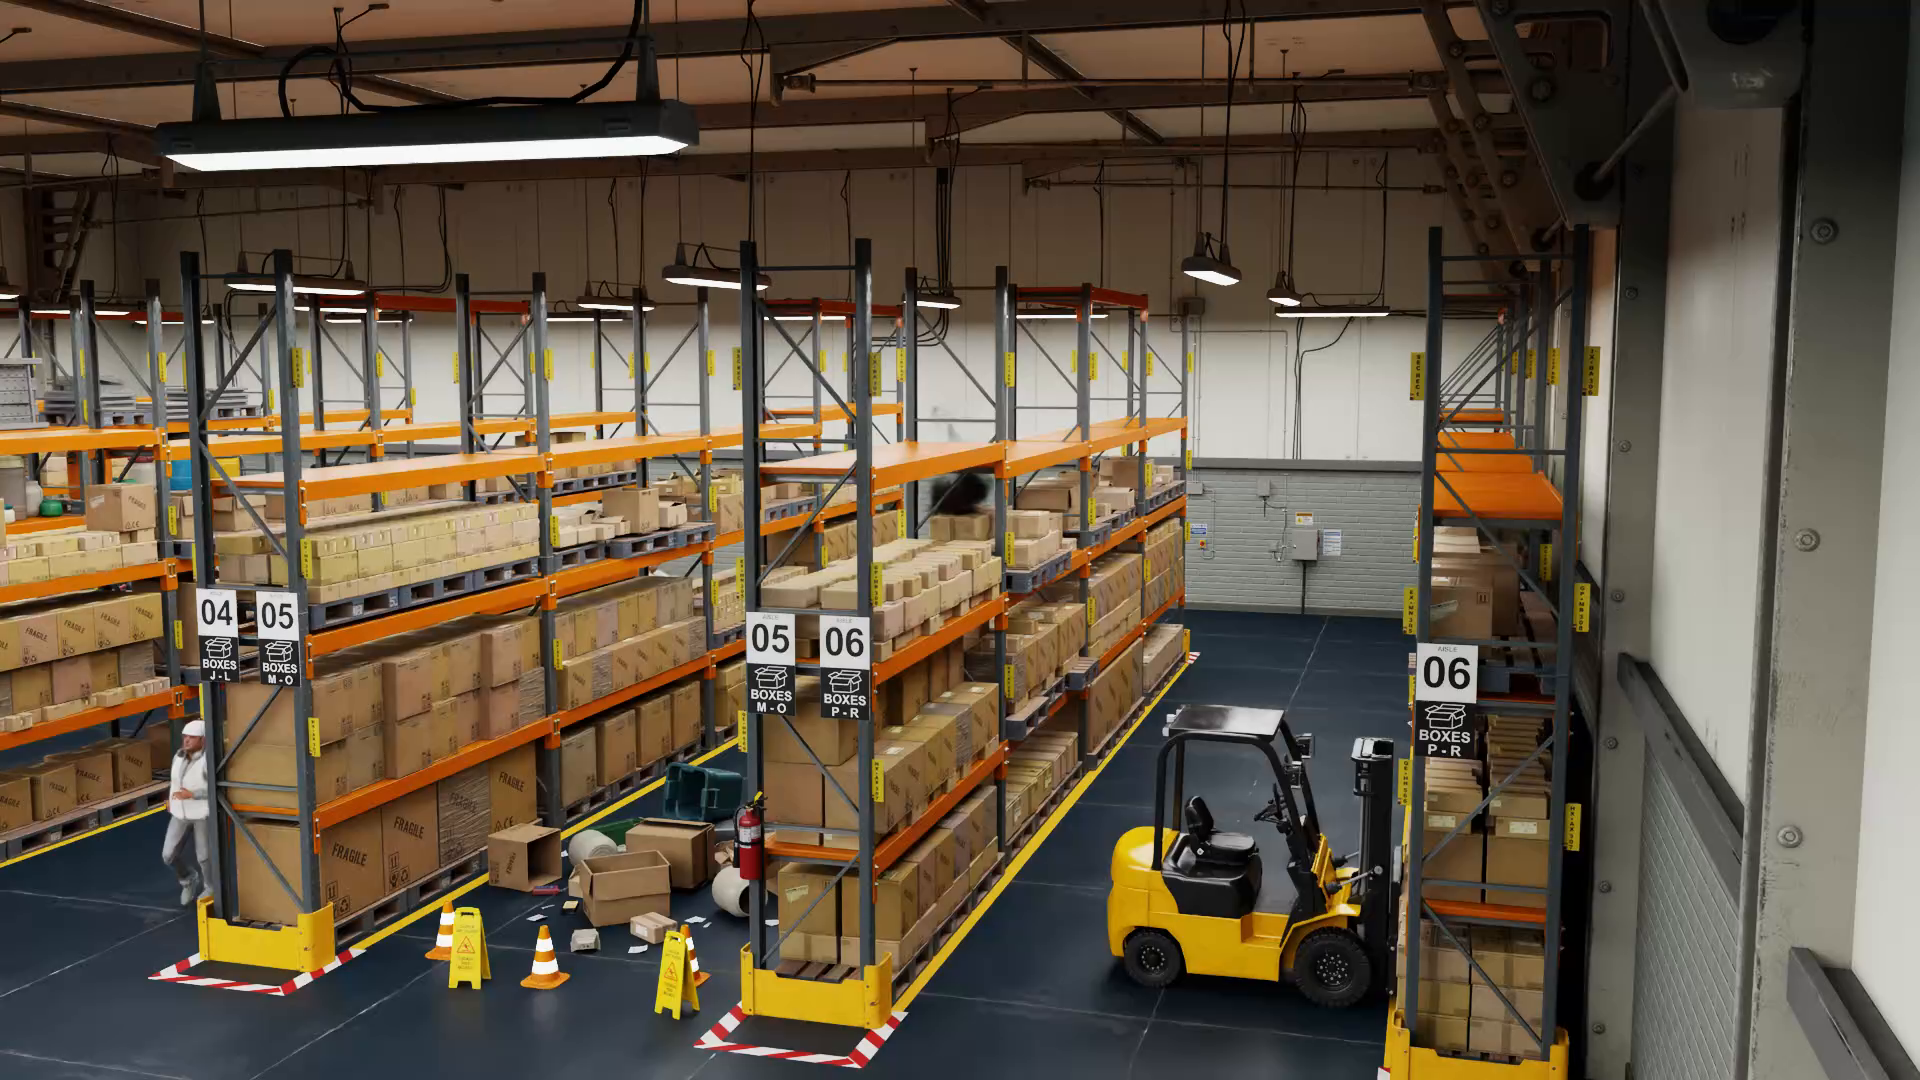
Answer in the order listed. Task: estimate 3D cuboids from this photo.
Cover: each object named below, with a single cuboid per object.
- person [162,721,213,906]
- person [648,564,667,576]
[{"bbox_3d":[-7.152,2.556,15.491,0.644,1.751,0.642,1,6,7],"label":"person"},{"bbox_3d":[-5.233,1.151,28.194,0.641,1.809,0.679,1,7,13],"label":"person"}]
